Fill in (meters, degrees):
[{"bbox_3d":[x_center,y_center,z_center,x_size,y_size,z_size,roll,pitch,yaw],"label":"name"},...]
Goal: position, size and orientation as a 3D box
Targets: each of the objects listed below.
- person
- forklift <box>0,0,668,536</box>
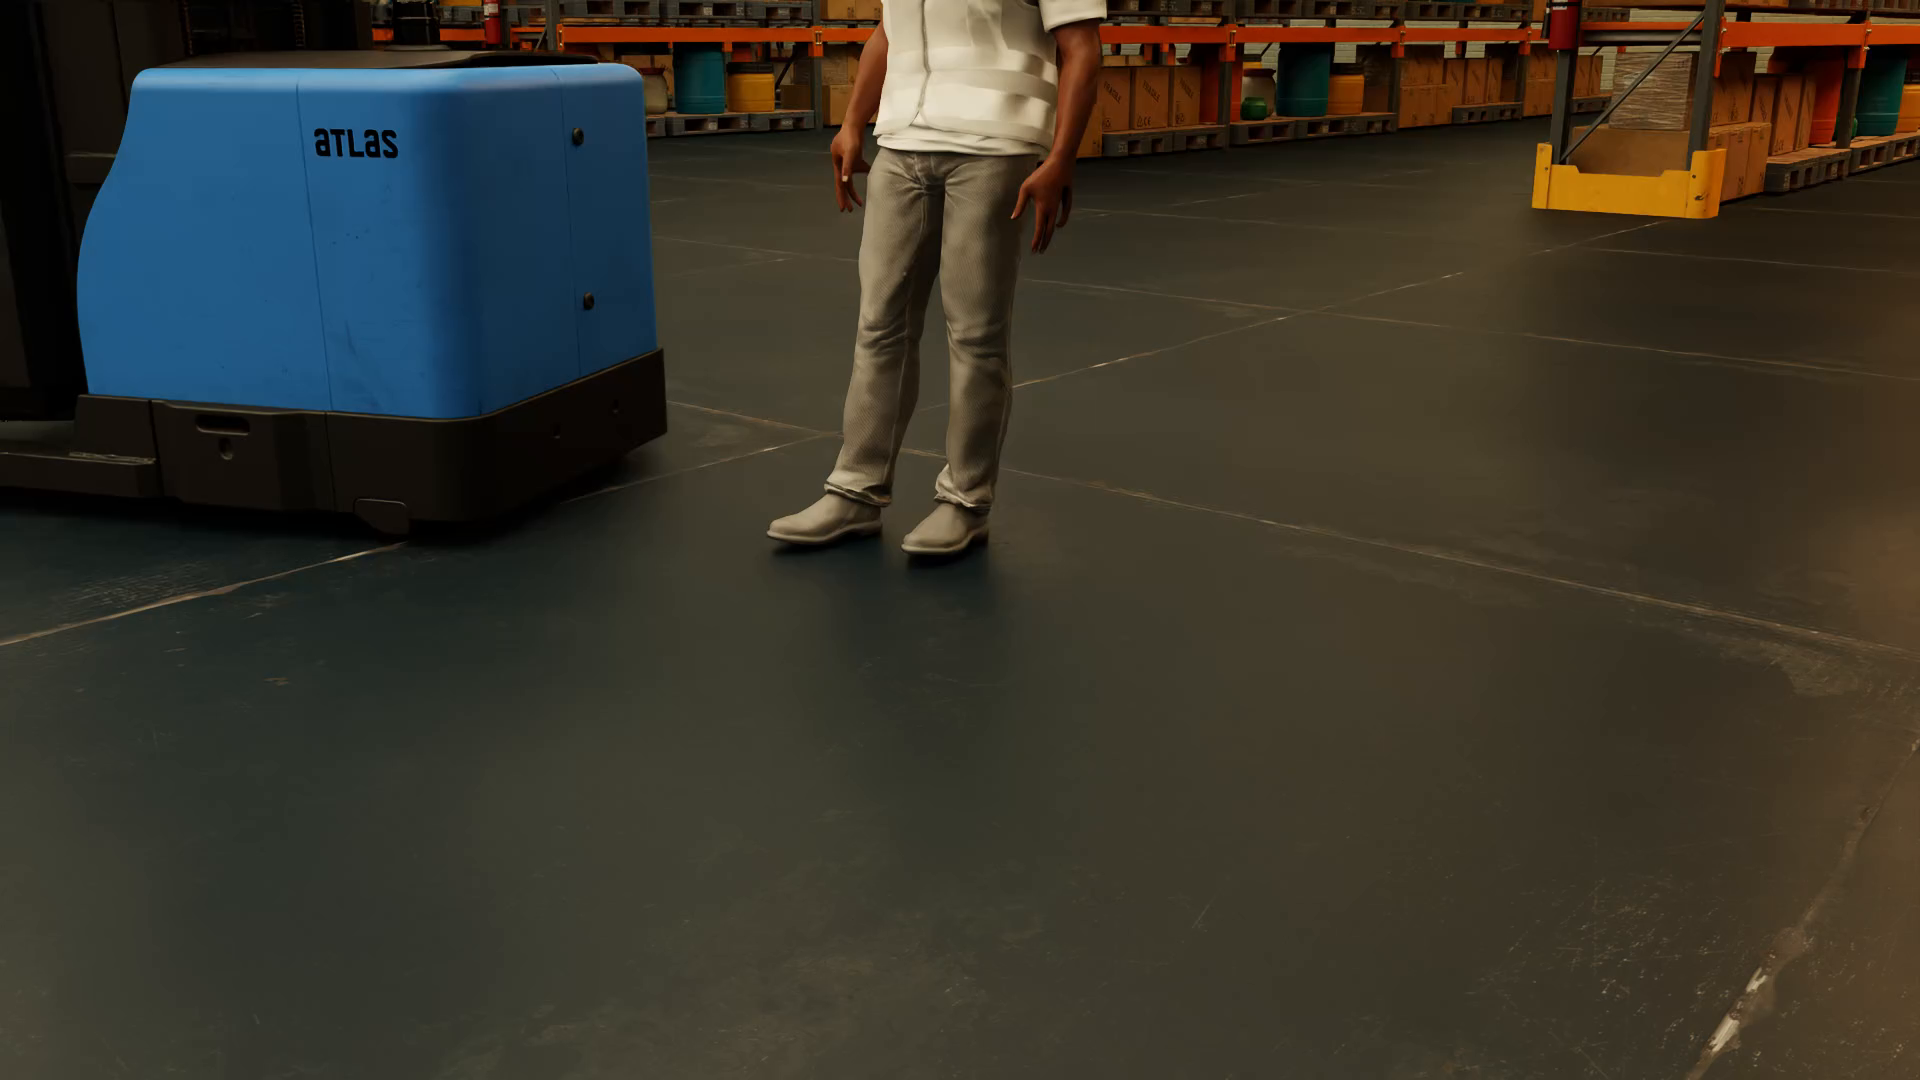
[{"bbox_3d":[-0.049,-0.838,3.636,0.666,1.765,0.577,13,21,37],"label":"person"},{"bbox_3d":[-2.403,-1.638,4.292,3.031,2.935,1.130,5,18,16],"label":"forklift"}]
